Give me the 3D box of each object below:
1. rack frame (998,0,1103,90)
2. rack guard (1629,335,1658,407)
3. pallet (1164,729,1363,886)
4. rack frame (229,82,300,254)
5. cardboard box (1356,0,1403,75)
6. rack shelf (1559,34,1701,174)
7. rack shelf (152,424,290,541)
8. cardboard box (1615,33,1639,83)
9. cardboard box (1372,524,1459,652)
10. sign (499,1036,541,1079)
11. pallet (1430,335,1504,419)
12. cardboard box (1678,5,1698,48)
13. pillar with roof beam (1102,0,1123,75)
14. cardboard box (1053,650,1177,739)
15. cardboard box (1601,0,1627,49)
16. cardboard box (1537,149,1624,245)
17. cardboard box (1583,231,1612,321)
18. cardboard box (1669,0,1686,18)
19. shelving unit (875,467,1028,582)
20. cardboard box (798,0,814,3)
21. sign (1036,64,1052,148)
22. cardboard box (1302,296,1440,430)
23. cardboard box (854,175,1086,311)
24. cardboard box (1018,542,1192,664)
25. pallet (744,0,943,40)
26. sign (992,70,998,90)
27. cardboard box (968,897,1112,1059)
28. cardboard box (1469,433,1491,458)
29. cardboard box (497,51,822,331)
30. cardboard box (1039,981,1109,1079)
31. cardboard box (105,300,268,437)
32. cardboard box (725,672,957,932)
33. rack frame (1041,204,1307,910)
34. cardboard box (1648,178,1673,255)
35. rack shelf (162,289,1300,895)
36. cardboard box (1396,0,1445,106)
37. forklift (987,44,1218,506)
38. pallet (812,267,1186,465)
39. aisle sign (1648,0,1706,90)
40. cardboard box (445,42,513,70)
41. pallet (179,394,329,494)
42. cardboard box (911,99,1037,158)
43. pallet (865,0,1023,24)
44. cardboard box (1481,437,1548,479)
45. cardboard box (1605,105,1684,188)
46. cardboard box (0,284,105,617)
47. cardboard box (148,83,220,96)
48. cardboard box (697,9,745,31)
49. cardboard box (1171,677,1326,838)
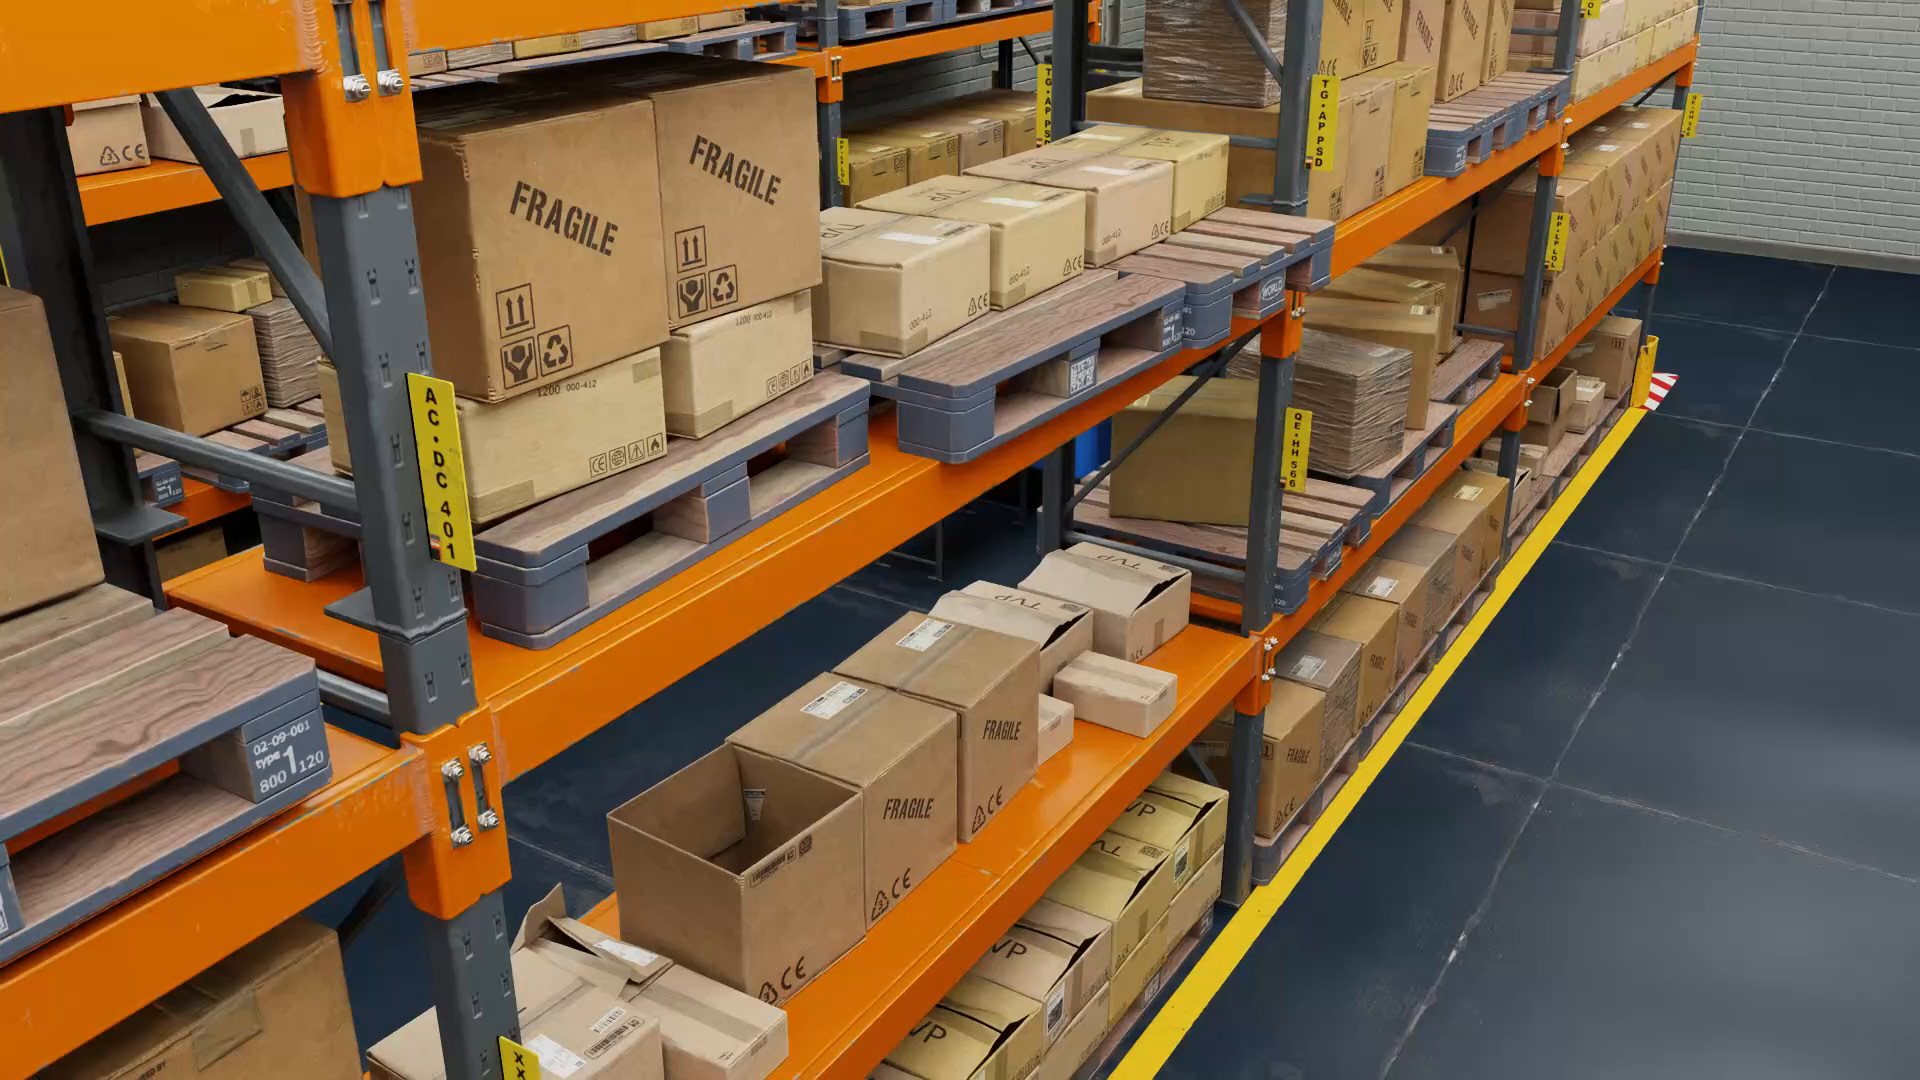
[{"bbox_3d":[0.808,-3.660,15.429,1.000,3.000,0.127,14,27,29],"label":"rack frame"},{"bbox_3d":[4.978,-1.450,13.471,1.175,0.500,0.348,14,27,29],"label":"rack guard"},{"bbox_3d":[1.225,1.113,7.914,1.003,0.211,1.213,14,27,29],"label":"pallet"},{"bbox_3d":[-3.412,-0.960,9.191,1.000,3.000,0.127,14,27,29],"label":"rack frame"},{"bbox_3d":[1.572,-2.294,7.114,0.500,0.500,0.500,14,27,29],"label":"cardboard box"},{"bbox_3d":[3.964,-2.994,11.021,1.077,0.370,4.000,14,27,29],"label":"rack shelf"},{"bbox_3d":[-4.467,0.045,7.775,1.077,0.370,4.000,14,27,29],"label":"rack shelf"},{"bbox_3d":[3.907,-3.029,10.385,0.500,0.250,0.500,14,27,29],"label":"cardboard box"},{"bbox_3d":[2.359,0.233,9.029,0.500,0.500,0.500,14,27,30],"label":"cardboard box"},{"bbox_3d":[-0.839,1.109,3.223,0.100,0.325,0.005,14,27,29],"label":"sign"},{"bbox_3d":[2.394,-0.938,9.383,1.003,0.211,1.213,14,27,29],"label":"pallet"},{"bbox_3d":[4.971,-3.702,11.939,0.500,0.250,0.500,14,27,29],"label":"cardboard box"},{"bbox_3d":[5.155,-6.603,14.677,9.100,9.000,0.400,14,27,29],"label":"pillar with roof beam"},{"bbox_3d":[0.559,0.554,6.011,0.380,0.149,0.250,14,27,29],"label":"cardboard box"},{"bbox_3d":[3.638,-3.091,9.899,0.500,0.250,0.500,14,27,29],"label":"cardboard box"},{"bbox_3d":[3.939,-2.225,10.731,0.500,0.500,0.500,13,27,27],"label":"cardboard box"},{"bbox_3d":[3.942,-1.776,10.950,0.500,0.500,0.500,14,27,29],"label":"cardboard box"},{"bbox_3d":[4.701,-3.765,11.454,0.500,0.250,0.500,14,27,29],"label":"cardboard box"},{"bbox_3d":[-0.045,-0.659,10.386,0.538,1.500,1.048,14,27,29],"label":"shelving unit"},{"bbox_3d":[-1.140,-4.136,12.288,0.500,0.250,0.500,14,27,29],"label":"cardboard box"},{"bbox_3d":[0.339,-1.651,6.362,0.100,0.325,0.005,14,27,29],"label":"sign"},{"bbox_3d":[2.029,-0.902,8.404,0.700,0.500,0.500,7,24,16],"label":"cardboard box"},{"bbox_3d":[0.035,-0.887,4.908,0.500,0.250,0.500,13,27,28],"label":"cardboard box"},{"bbox_3d":[0.570,0.232,6.552,0.500,0.311,0.500,16,28,32],"label":"cardboard box"},{"bbox_3d":[-0.861,-3.920,12.365,1.003,0.211,1.213,14,27,29],"label":"pallet"},{"bbox_3d":[0.340,-4.212,15.514,0.100,0.325,0.005,14,27,29],"label":"sign"},{"bbox_3d":[0.194,1.464,5.820,0.500,0.311,0.500,14,27,29],"label":"cardboard box"},{"bbox_3d":[3.364,-0.746,11.528,0.500,0.311,0.500,14,27,29],"label":"cardboard box"},{"bbox_3d":[-0.672,-0.814,3.796,0.500,0.500,0.500,17,29,34],"label":"cardboard box"},{"bbox_3d":[0.192,1.719,5.937,0.500,0.250,0.500,15,27,30],"label":"cardboard box"},{"bbox_3d":[-3.923,-0.853,8.264,0.700,0.500,0.500,11,26,24],"label":"cardboard box"},{"bbox_3d":[-0.350,0.779,5.050,0.500,0.500,0.500,14,27,29],"label":"cardboard box"},{"bbox_3d":[0.799,0.077,6.796,1.000,3.000,0.127,14,27,29],"label":"rack frame"},{"bbox_3d":[5.013,-2.461,12.533,0.500,0.500,0.500,15,27,31],"label":"cardboard box"},{"bbox_3d":[-0.256,-0.294,4.784,1.077,0.370,4.000,14,27,29],"label":"rack shelf"},{"bbox_3d":[1.879,-2.329,7.798,0.600,0.600,0.600,13,26,27],"label":"cardboard box"},{"bbox_3d":[1.277,-2.033,11.757,1.130,2.935,3.031,16,28,32],"label":"forklift"},{"bbox_3d":[-0.071,-0.587,4.792,1.003,0.211,1.213,15,28,31],"label":"pallet"},{"bbox_3d":[5.315,-3.775,12.422,0.394,0.787,0.004,14,27,29],"label":"aisle sign"},{"bbox_3d":[-2.970,-2.950,9.333,0.700,0.500,0.500,12,26,26],"label":"cardboard box"},{"bbox_3d":[-3.697,-0.609,8.622,1.213,0.211,1.003,14,27,29],"label":"pallet"},{"bbox_3d":[0.173,-3.375,14.394,0.980,0.700,0.700,14,27,29],"label":"cardboard box"},{"bbox_3d":[-0.217,-4.330,13.312,1.003,0.211,1.213,14,27,29],"label":"pallet"},{"bbox_3d":[3.762,-0.565,11.292,0.380,0.166,0.250,14,27,29],"label":"cardboard box"},{"bbox_3d":[5.017,-2.920,12.335,0.500,0.500,0.500,14,27,29],"label":"cardboard box"},{"bbox_3d":[-1.801,-0.138,2.686,0.500,0.500,0.500,16,28,33],"label":"cardboard box"},{"bbox_3d":[-3.987,-2.197,8.122,0.500,0.500,0.500,14,27,29],"label":"cardboard box"},{"bbox_3d":[-1.859,-3.660,10.974,0.700,0.500,0.500,12,26,26],"label":"cardboard box"},{"bbox_3d":[1.281,0.928,7.422,0.500,0.500,0.500,15,28,31],"label":"cardboard box"}]
